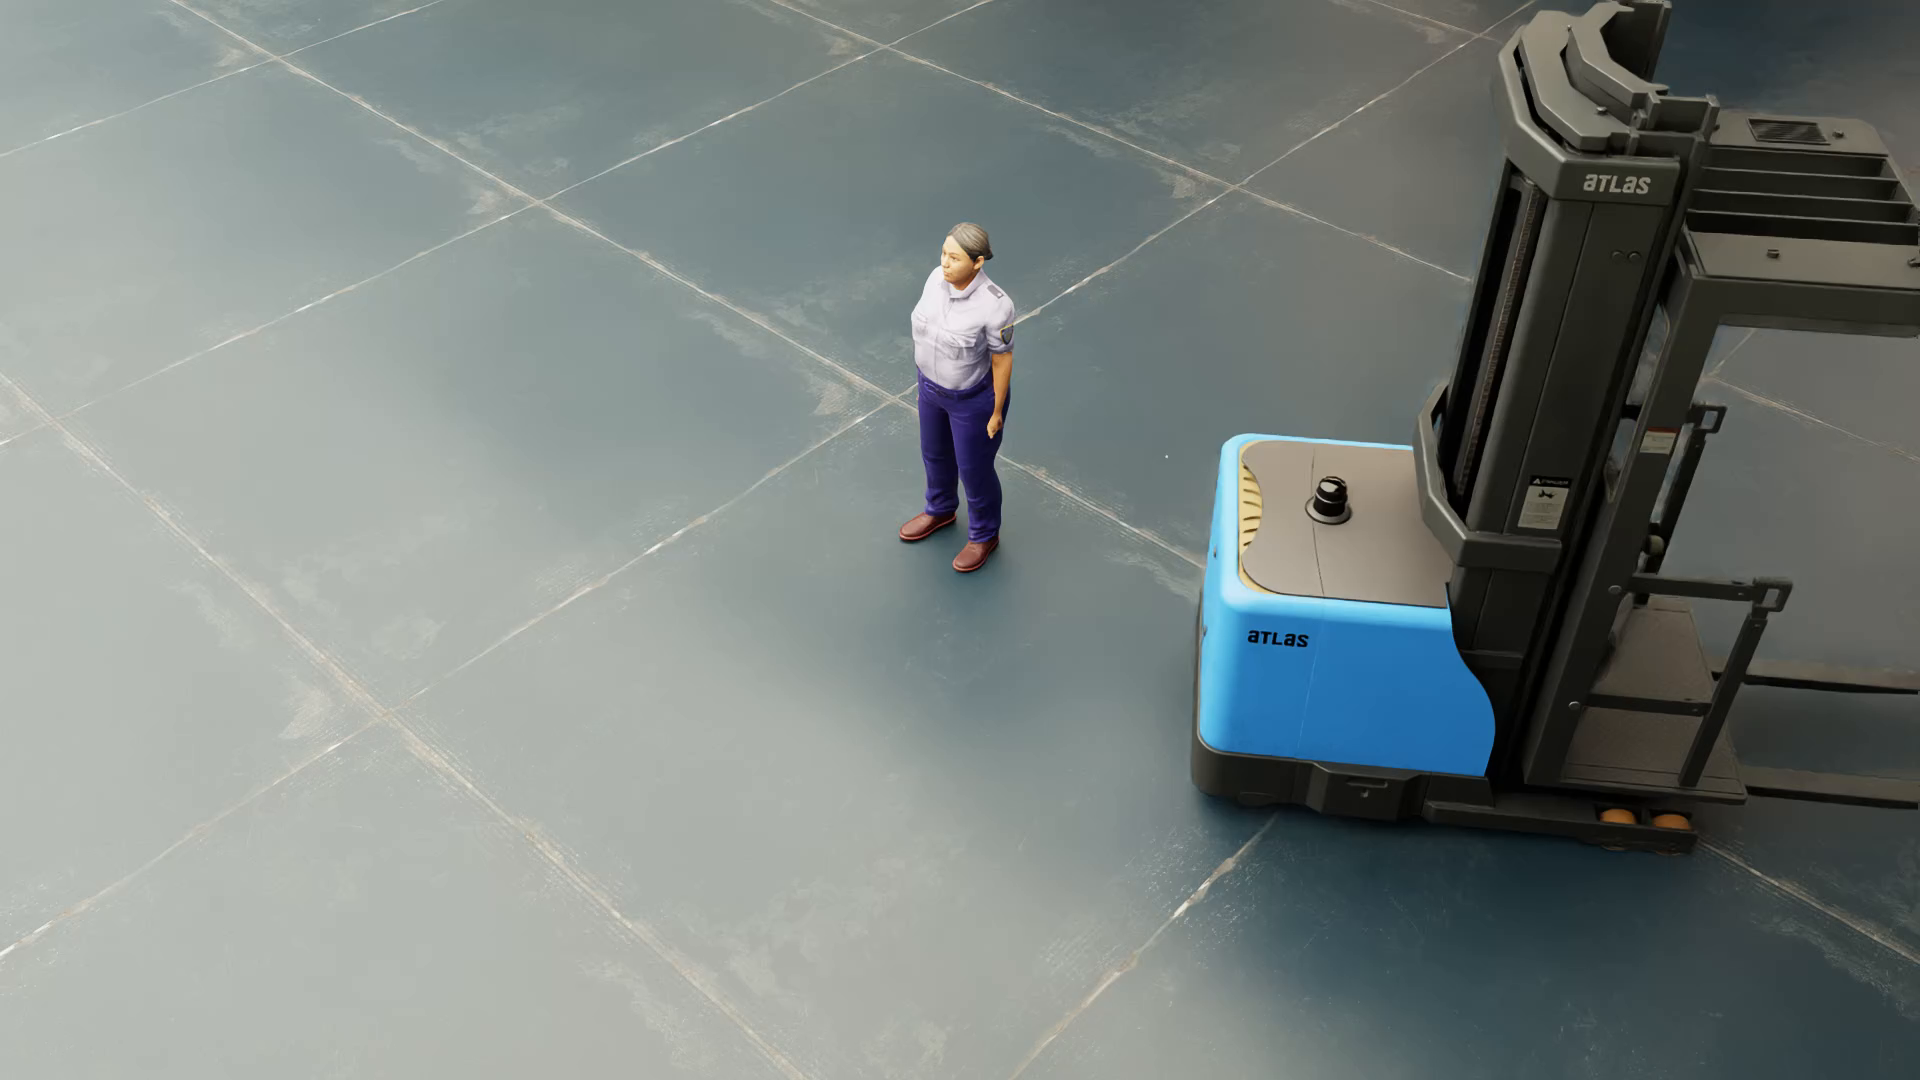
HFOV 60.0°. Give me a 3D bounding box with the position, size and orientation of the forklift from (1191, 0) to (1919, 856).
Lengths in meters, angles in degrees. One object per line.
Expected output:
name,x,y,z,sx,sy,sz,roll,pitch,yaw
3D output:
forklift,2.462,-0.289,5.765,3.031,2.935,1.130,5,41,6

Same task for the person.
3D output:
person,-0.007,-0.623,7.146,0.483,1.651,0.365,31,49,31
